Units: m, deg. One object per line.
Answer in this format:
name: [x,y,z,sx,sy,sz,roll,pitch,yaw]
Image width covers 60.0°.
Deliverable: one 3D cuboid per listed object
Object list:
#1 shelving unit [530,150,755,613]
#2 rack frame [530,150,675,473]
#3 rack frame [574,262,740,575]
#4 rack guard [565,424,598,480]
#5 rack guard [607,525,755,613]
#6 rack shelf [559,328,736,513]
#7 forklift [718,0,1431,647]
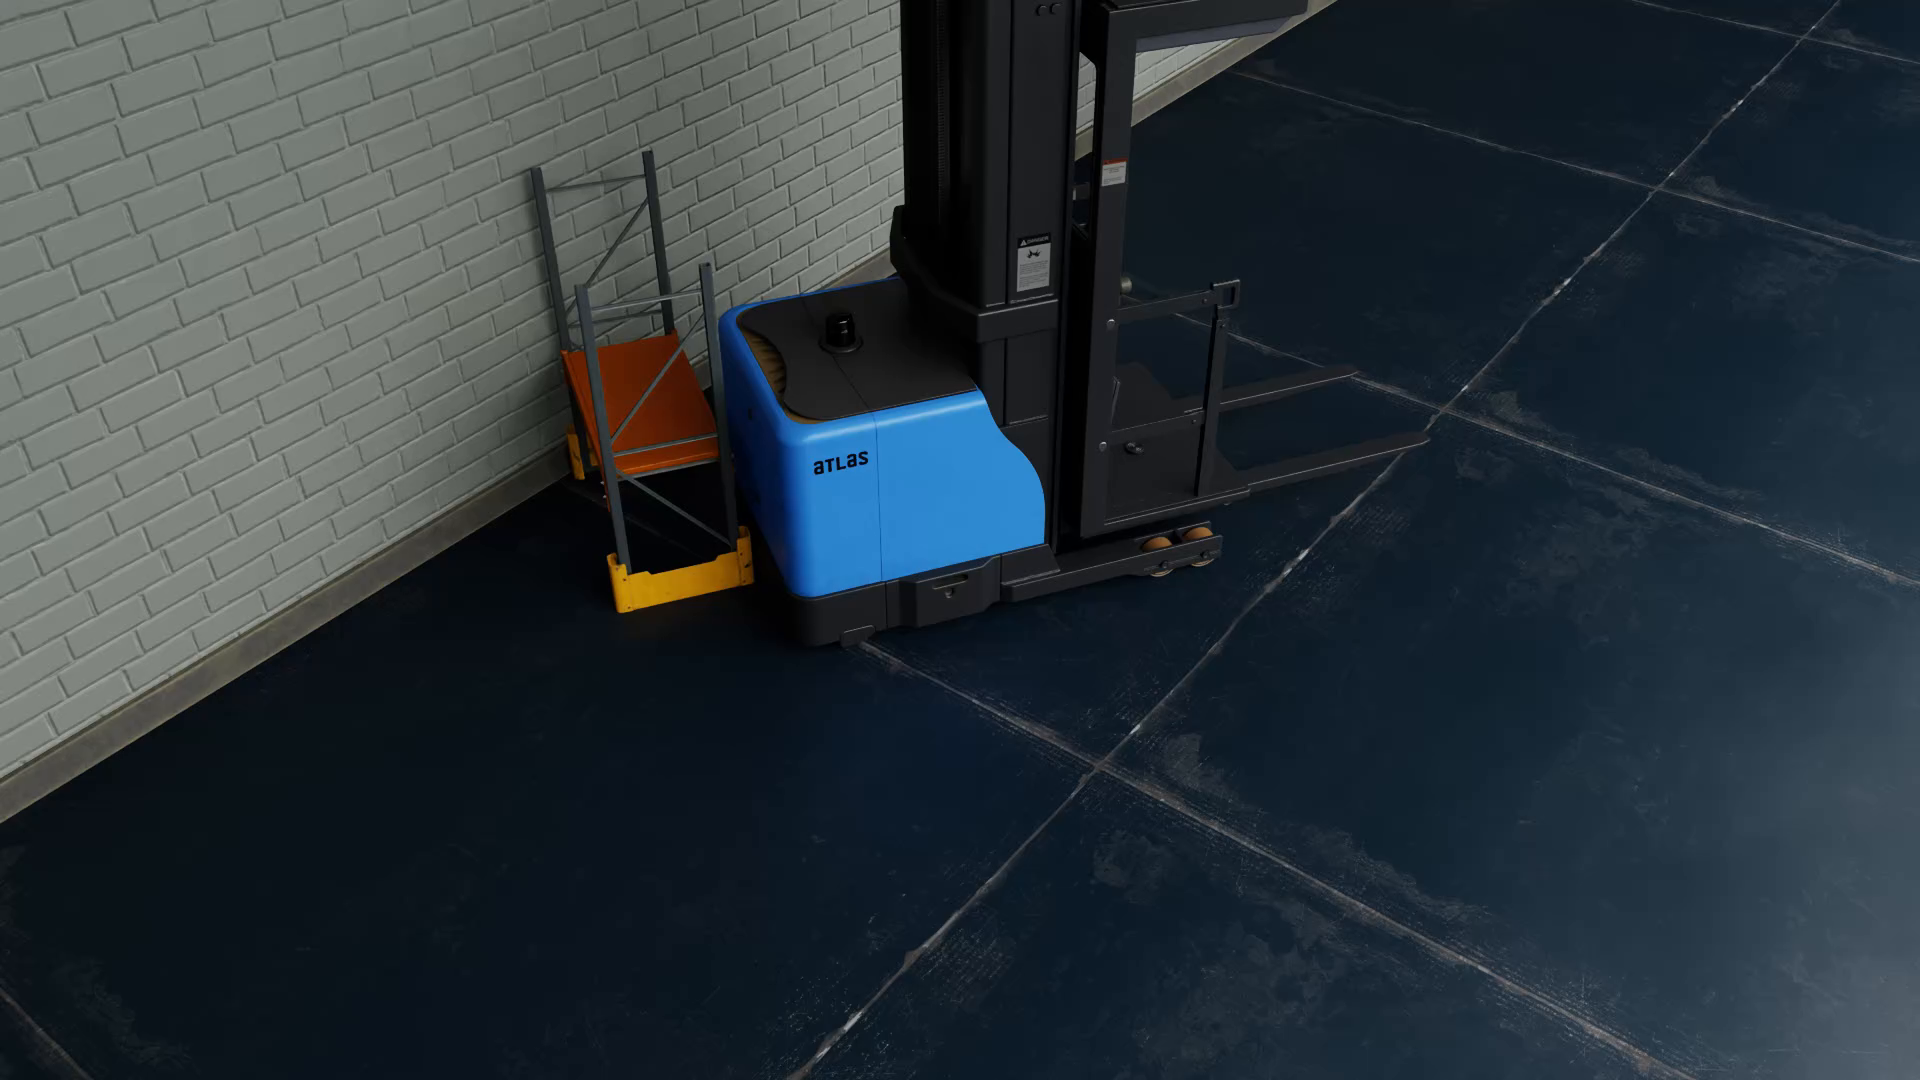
shelving unit: [-1.324,-0.660,6.876,0.587,1.500,1.083,-13,40,-16]
rack frame: [-1.503,-0.959,7.259,0.500,1.500,0.032,-13,40,-16]
rack frame: [-1.151,-0.371,6.508,0.500,1.500,0.032,-13,40,-16]
rack guard: [-1.496,-0.456,7.630,0.587,0.250,0.087,-13,40,-16]
rack guard: [-1.152,0.120,6.894,0.587,0.250,0.087,-13,40,-16]
rack shelf: [-1.327,-0.524,6.994,0.538,0.185,1.000,-13,40,-16]
forklift: [0.582,-1.290,6.521,3.031,2.935,1.130,-13,40,-16]
